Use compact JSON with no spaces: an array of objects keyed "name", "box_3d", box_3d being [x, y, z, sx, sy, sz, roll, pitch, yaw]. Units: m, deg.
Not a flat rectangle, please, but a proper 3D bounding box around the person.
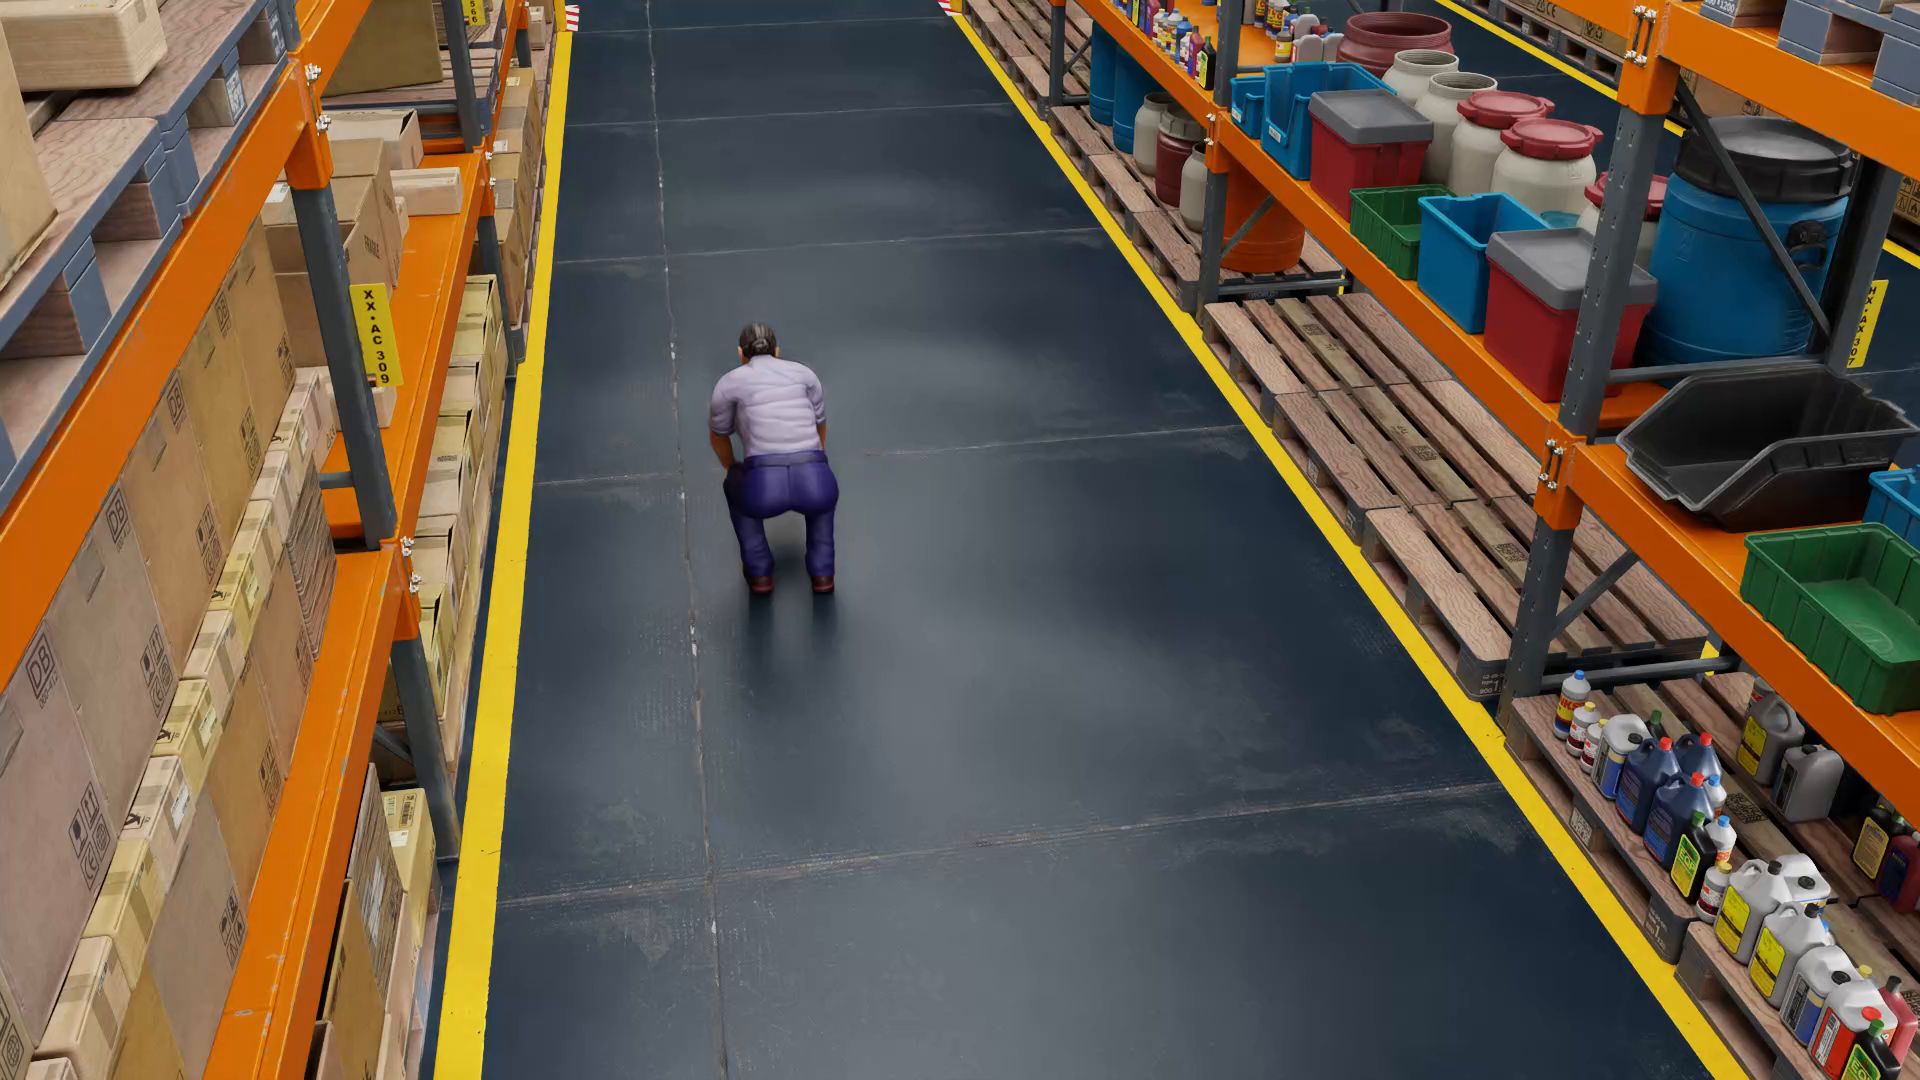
[{"name":"person","box_3d":[-0.801,-0.317,7.217,0.538,1.099,0.768,-5,31,-9]}]
